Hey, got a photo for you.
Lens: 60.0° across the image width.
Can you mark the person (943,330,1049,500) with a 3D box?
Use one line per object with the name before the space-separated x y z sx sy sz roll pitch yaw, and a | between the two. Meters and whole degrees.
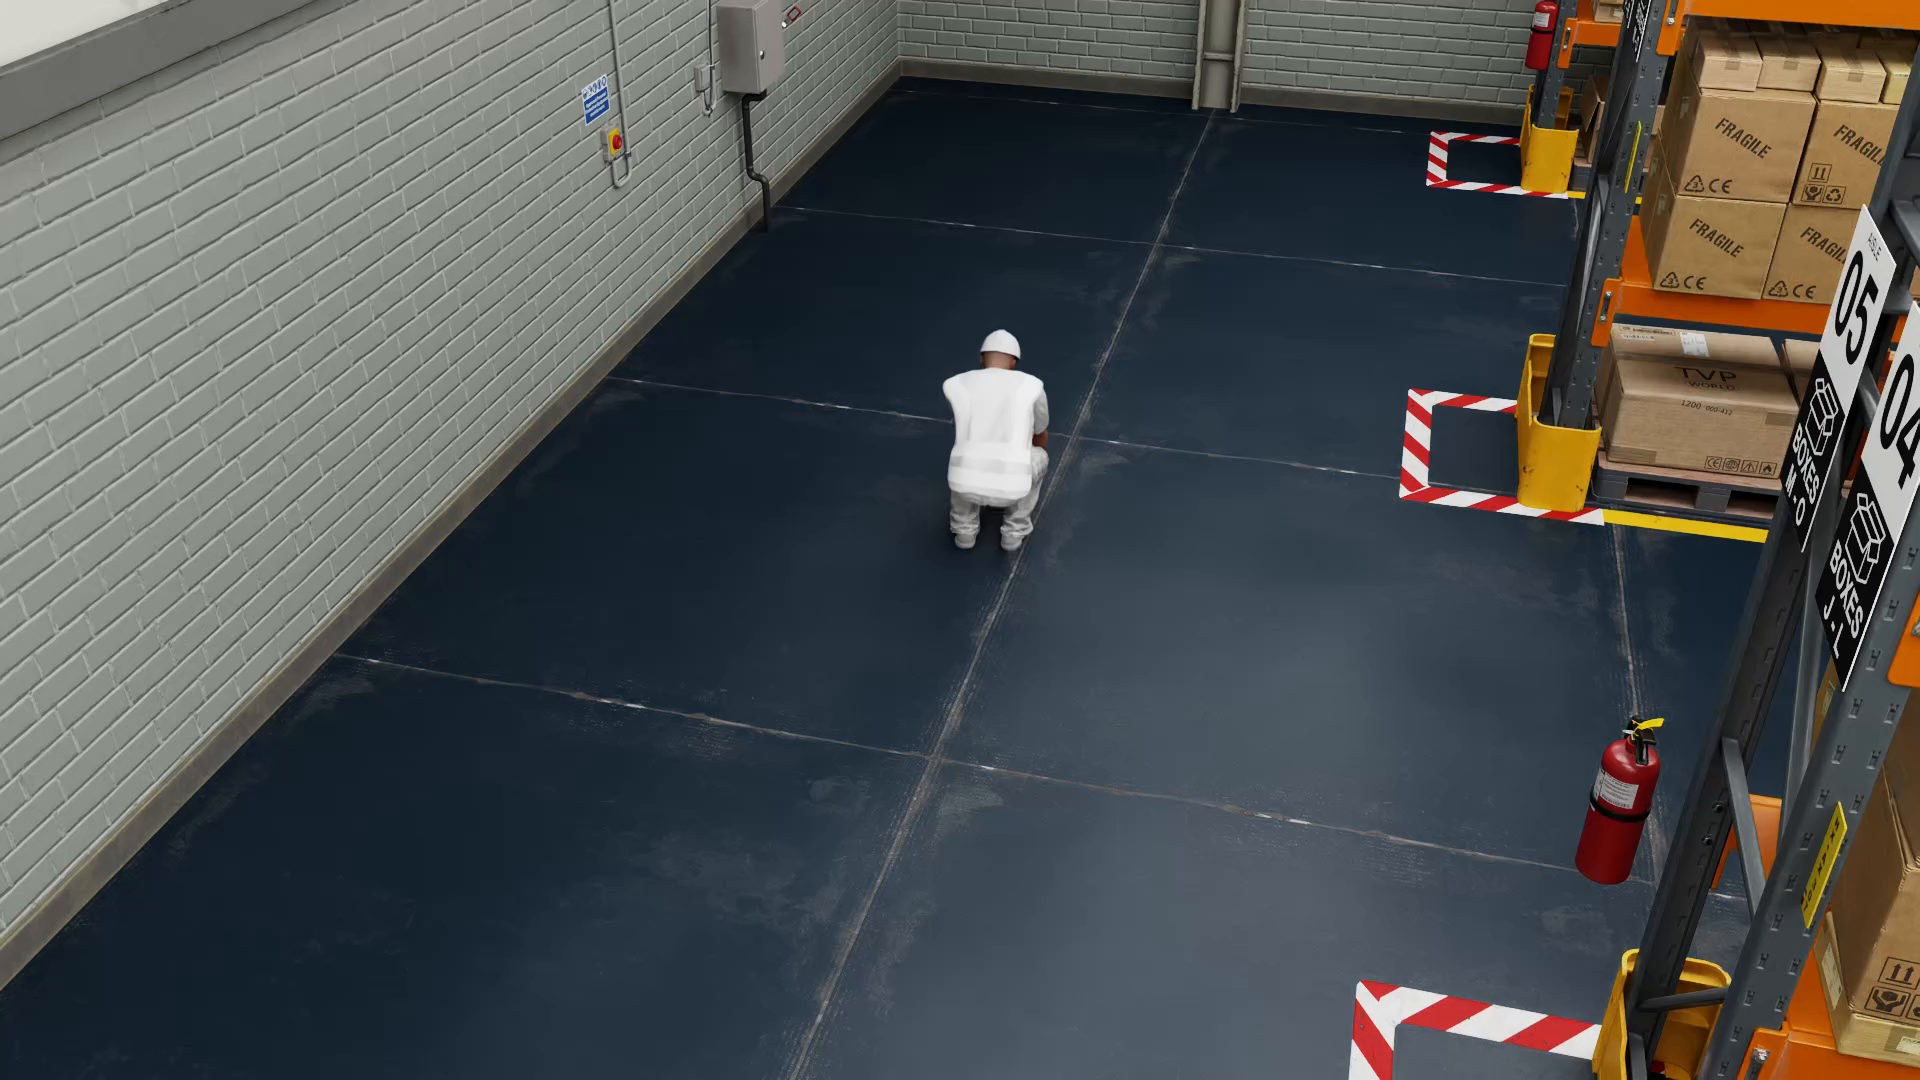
person | 0.166 -0.559 8.600 0.536 0.873 0.898 7 33 12
